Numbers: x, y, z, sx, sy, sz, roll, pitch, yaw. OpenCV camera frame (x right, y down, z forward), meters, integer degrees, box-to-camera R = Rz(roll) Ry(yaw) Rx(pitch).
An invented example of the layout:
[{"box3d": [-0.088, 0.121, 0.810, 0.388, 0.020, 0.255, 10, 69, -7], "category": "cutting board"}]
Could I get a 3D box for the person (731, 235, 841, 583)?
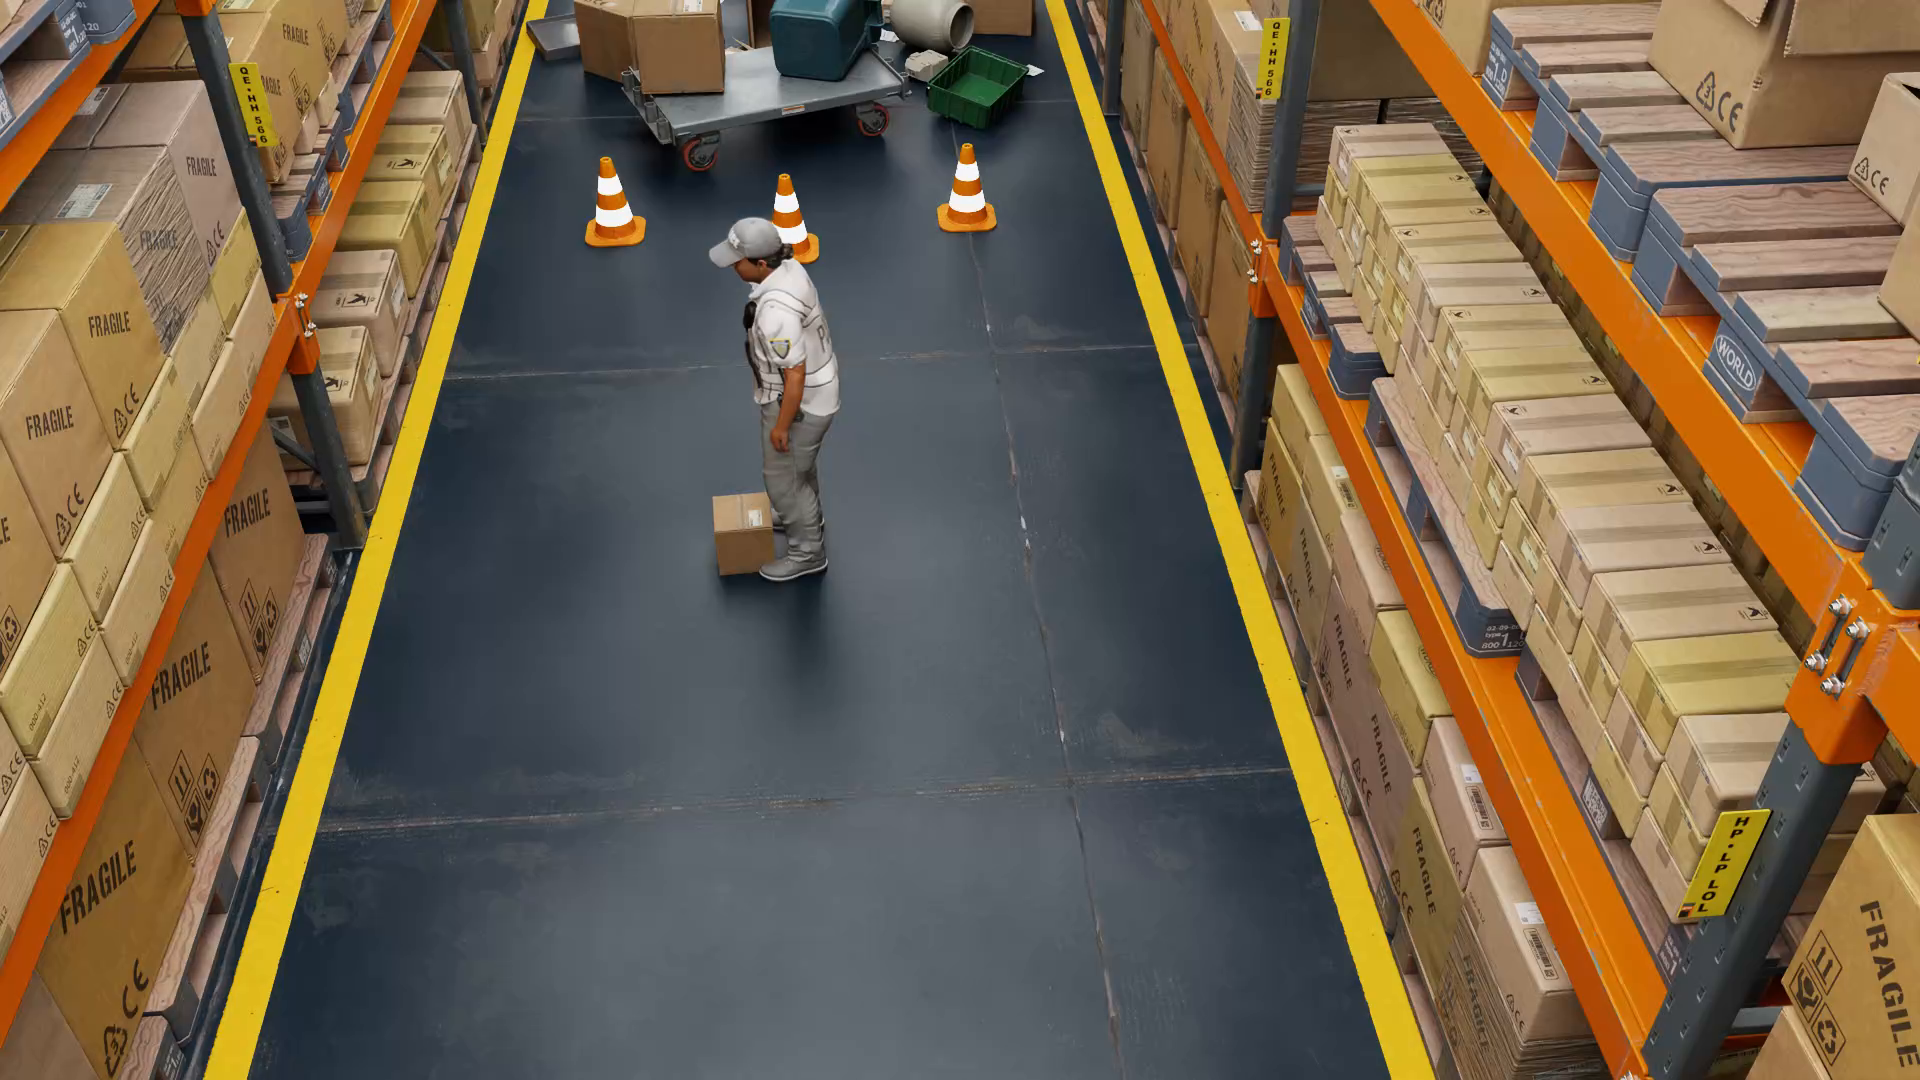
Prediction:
[{"box3d": [5.490, -15.433, 21.550, 16.698, 6.001, 40.667, -4, 39, -4], "category": "person"}]
